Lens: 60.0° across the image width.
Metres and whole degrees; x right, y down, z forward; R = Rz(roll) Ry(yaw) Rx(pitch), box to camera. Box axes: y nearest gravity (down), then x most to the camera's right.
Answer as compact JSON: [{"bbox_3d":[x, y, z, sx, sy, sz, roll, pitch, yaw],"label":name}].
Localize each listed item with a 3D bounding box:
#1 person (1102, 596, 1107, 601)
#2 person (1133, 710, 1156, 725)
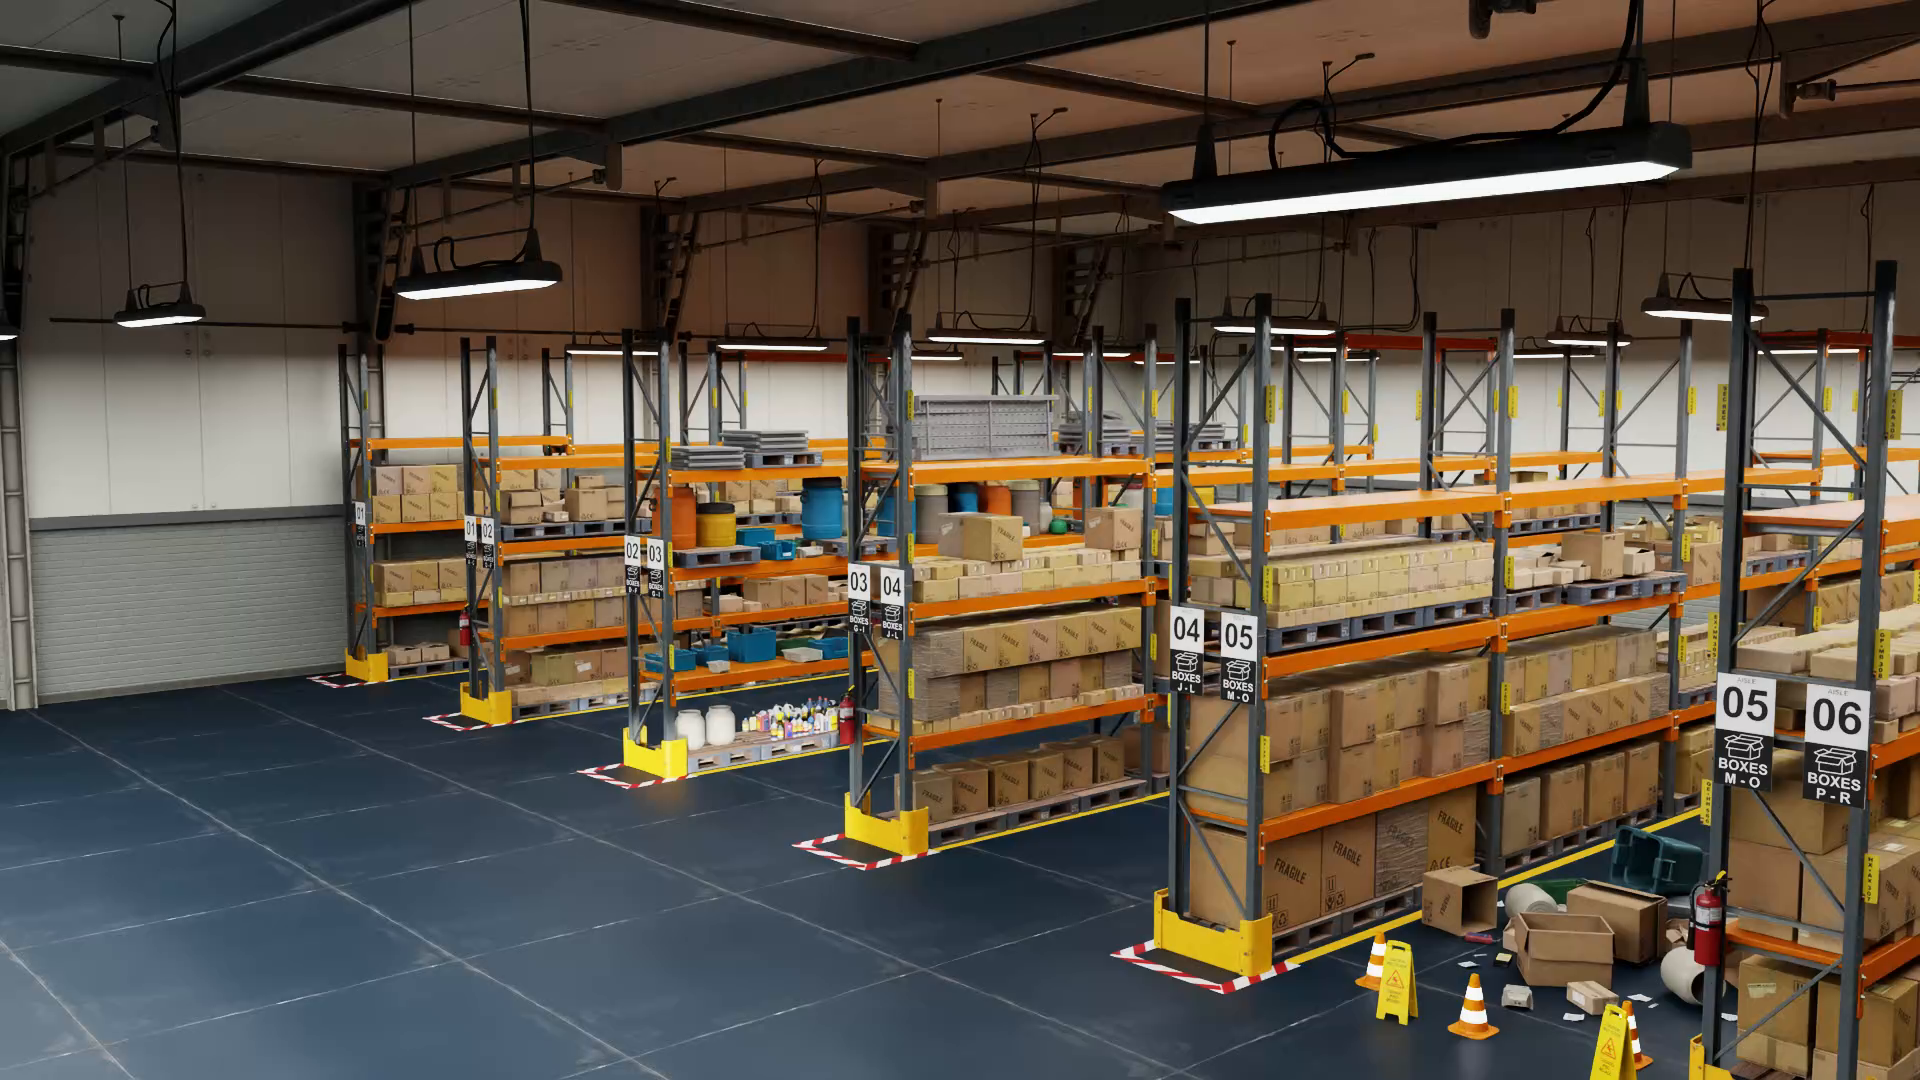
[{"bbox_3d":[2.522,1.425,31.861,1.051,1.735,0.611,-5,7,-43],"label":"person"},{"bbox_3d":[2.651,2.148,24.174,1.012,1.727,0.666,-4,6,-37],"label":"person"}]
